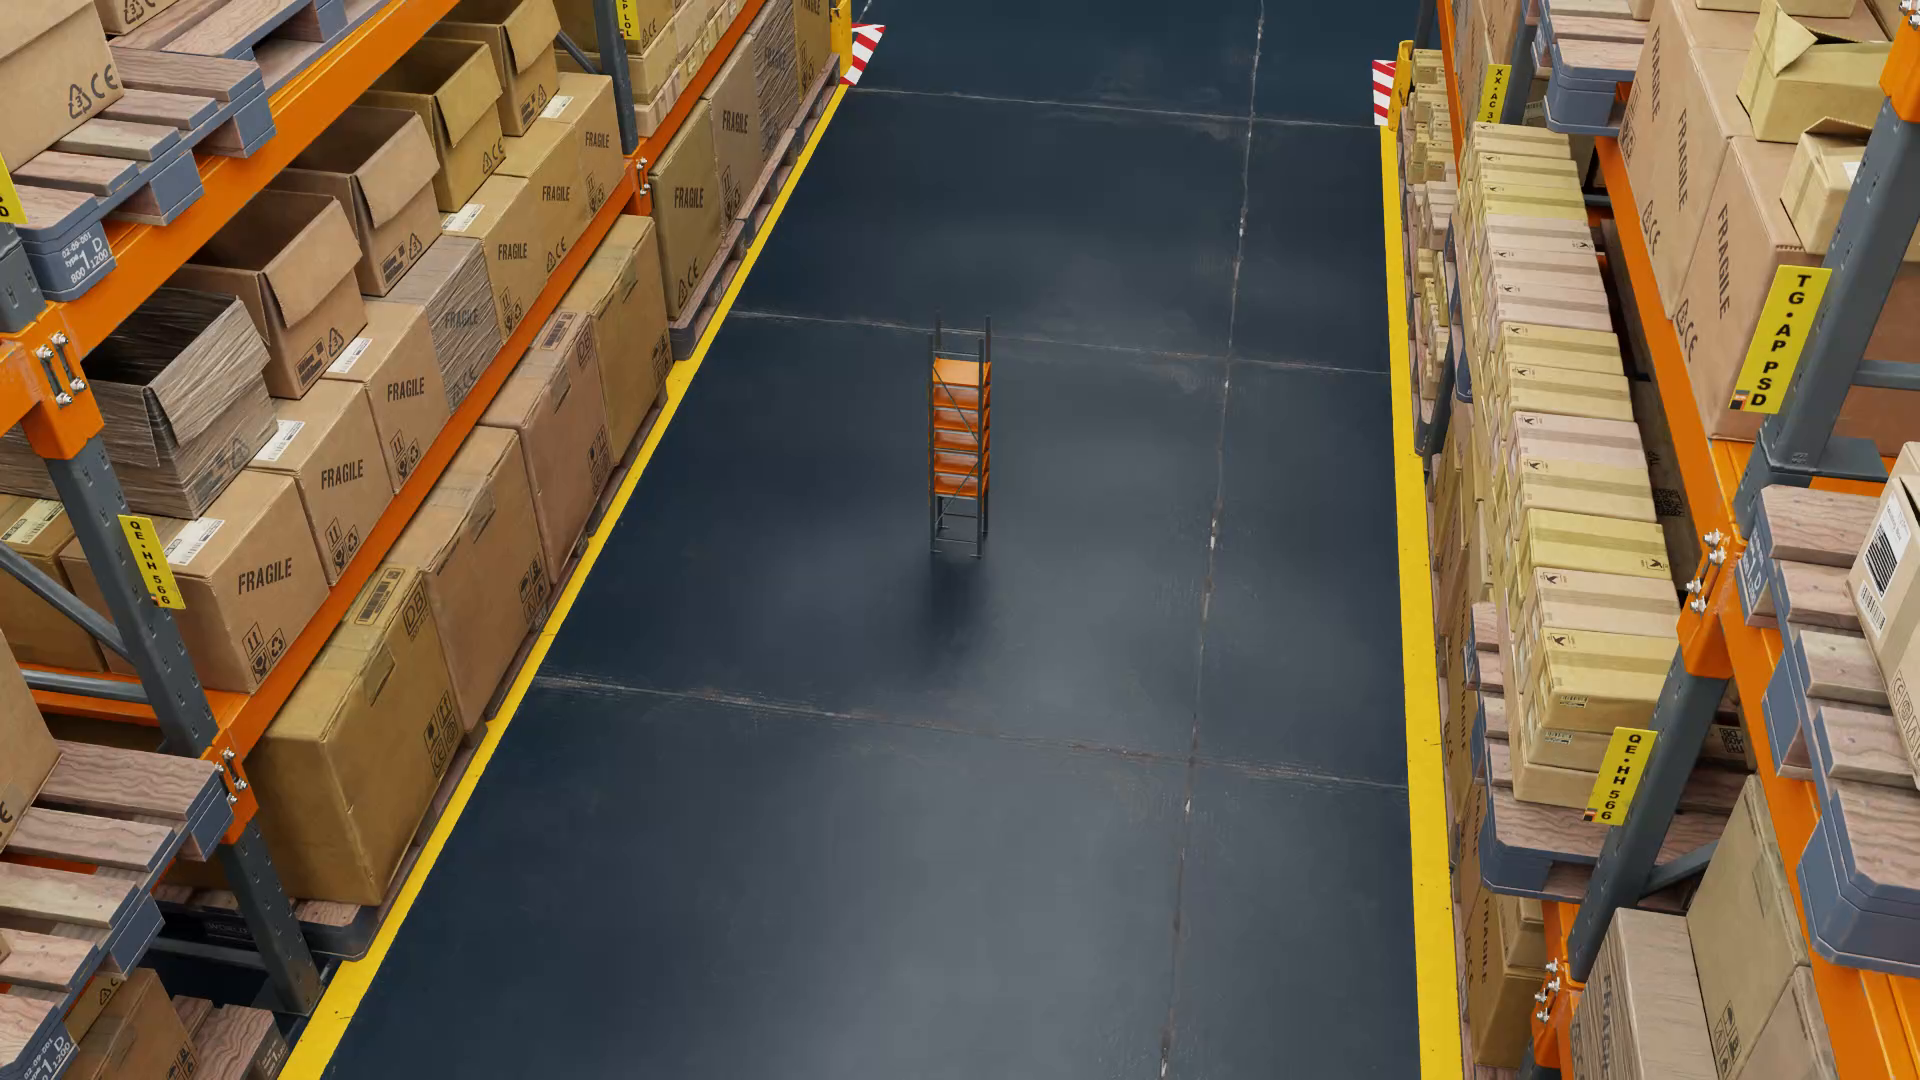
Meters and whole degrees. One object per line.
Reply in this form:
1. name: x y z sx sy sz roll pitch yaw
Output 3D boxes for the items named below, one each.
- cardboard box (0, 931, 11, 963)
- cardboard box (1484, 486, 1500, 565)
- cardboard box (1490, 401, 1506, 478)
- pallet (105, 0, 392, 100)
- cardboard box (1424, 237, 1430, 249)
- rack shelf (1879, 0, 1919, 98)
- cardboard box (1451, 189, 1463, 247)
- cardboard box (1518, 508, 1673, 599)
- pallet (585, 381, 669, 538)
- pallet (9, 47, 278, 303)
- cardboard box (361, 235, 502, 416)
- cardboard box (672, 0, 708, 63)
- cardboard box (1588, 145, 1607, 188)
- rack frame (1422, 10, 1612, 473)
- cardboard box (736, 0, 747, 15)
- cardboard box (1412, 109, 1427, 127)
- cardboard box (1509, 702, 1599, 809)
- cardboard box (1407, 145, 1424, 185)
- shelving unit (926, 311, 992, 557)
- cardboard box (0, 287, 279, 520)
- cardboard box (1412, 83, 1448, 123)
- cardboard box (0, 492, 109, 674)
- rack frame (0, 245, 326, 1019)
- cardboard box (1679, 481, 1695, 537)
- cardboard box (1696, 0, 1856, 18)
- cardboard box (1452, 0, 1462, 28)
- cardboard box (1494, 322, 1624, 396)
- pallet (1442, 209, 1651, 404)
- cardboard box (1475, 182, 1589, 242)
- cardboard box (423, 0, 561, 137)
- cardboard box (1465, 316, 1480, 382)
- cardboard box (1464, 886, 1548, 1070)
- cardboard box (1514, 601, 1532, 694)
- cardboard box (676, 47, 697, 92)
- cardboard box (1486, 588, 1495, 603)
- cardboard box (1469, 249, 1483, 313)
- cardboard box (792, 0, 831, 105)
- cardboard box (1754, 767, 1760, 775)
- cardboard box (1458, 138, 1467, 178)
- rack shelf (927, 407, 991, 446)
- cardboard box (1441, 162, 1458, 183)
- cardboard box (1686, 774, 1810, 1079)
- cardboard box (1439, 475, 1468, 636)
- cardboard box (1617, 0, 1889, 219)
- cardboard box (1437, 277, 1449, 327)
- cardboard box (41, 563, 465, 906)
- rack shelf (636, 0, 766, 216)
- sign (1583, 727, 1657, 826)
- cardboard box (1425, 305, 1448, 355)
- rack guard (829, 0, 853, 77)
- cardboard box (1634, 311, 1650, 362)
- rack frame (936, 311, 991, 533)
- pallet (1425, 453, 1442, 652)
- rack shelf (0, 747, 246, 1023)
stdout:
1. cardboard box: -2.810 0.930 3.960 0.700 0.500 0.500 12 41 14
2. cardboard box: 1.923 -0.032 5.399 0.380 0.149 0.250 5 40 6
3. cardboard box: 1.968 -0.314 5.507 0.380 0.149 0.250 7 40 9
4. pallet: -2.508 -1.770 5.428 1.003 0.211 1.213 8 40 10
5. cardboard box: 2.824 -1.627 9.369 0.380 0.149 0.250 7 40 9
6. rack shelf: 2.456 -2.100 4.203 1.077 0.370 4.000 6 40 8
7. cardboard box: 2.281 -1.343 6.985 0.380 0.149 0.250 5 40 6
8. cardboard box: 1.834 0.062 4.819 0.380 0.149 0.250 8 40 9
9. pallet: -2.125 -0.518 8.307 1.003 0.211 1.213 6 40 8
10. pallet: -2.699 -1.068 4.578 1.213 0.211 1.003 8 40 10
11. cardboard box: -2.145 -0.847 6.439 0.500 0.500 0.500 7 40 8
12. cardboard box: -1.636 -2.719 8.666 0.500 0.250 0.500 6 40 7
13. cardboard box: 3.136 -1.911 7.492 0.500 0.500 0.500 6 40 7
14. rack frame: 2.802 -1.475 7.276 1.000 3.000 0.127 6 40 8
15. cardboard box: -1.419 -3.116 9.458 0.380 0.149 0.250 5 40 6
16. cardboard box: 3.047 -2.697 10.429 0.380 0.149 0.250 6 40 7
17. cardboard box: 1.742 0.610 4.622 0.380 0.149 0.250 7 40 8
18. cardboard box: 2.935 -2.276 10.154 0.380 0.149 0.250 7 40 8
19. shelving unit: -0.002 -0.453 7.454 0.258 1.200 0.189 6 40 8
20. cardboard box: -2.616 -0.457 5.180 0.797 0.503 0.637 8 40 9
21. cardboard box: 2.970 -2.656 10.146 0.380 0.149 0.250 6 40 8
22. cardboard box: -2.917 0.050 5.354 0.500 0.500 0.500 8 40 9
23. rack frame: -2.758 0.425 4.978 1.000 3.000 0.127 6 40 8
24. cardboard box: 2.613 -0.120 5.506 0.380 0.149 0.250 7 40 8
25. cardboard box: 2.126 -1.546 4.329 0.396 0.266 0.258 6 40 8
26. cardboard box: 2.897 -2.921 8.714 0.500 0.500 0.500 5 40 7
27. cardboard box: 2.015 -0.591 5.609 0.380 0.149 0.250 8 40 9
28. pallet: 2.526 -0.937 6.777 1.003 0.211 1.213 6 40 8
29. cardboard box: 2.191 -1.236 6.389 0.380 0.149 0.250 7 40 8
30. cardboard box: -2.168 -2.108 7.177 0.797 0.503 0.637 5 40 7
31. cardboard box: 2.103 -0.695 6.201 0.380 0.149 0.250 5 40 6
32. cardboard box: 1.966 1.395 5.437 0.500 0.500 0.500 6 40 7
33. cardboard box: 1.791 0.328 4.730 0.380 0.149 0.250 8 40 9
34. cardboard box: -1.597 -2.467 8.674 0.380 0.149 0.250 8 40 9
35. cardboard box: 2.150 0.455 5.986 0.500 0.250 0.500 7 40 9
36. cardboard box: 2.149 -0.970 6.300 0.380 0.149 0.250 5 40 6
37. cardboard box: -1.406 -3.528 11.098 0.875 0.875 0.875 6 40 8
38. cardboard box: 2.386 0.712 4.499 0.380 0.149 0.250 6 40 7
39. cardboard box: 2.558 -1.756 7.814 0.380 0.149 0.250 5 40 6
40. rack shelf: -0.002 -0.512 7.405 0.258 0.103 0.180 6 40 8
41. cardboard box: 2.911 -1.990 9.340 0.380 0.149 0.250 6 40 8
42. cardboard box: 2.022 0.893 3.550 0.700 0.500 0.500 6 40 7
43. cardboard box: 2.323 0.094 7.012 0.500 0.500 0.500 8 40 10
44. cardboard box: 2.122 -1.174 4.480 0.500 0.500 0.500 6 40 8
45. cardboard box: 2.612 -1.184 8.365 0.380 0.149 0.250 7 40 8
46. cardboard box: -2.618 0.652 6.042 1.225 0.875 0.875 5 40 6
47. rack shelf: -1.720 -3.063 9.762 1.077 0.370 4.000 6 40 8
48. sign: 1.574 0.566 3.962 0.100 0.325 0.005 6 40 8
49. cardboard box: 2.578 -1.056 8.445 0.380 0.149 0.250 5 40 6
50. rack guard: -1.370 -3.647 11.866 1.175 0.500 0.348 6 40 8
51. cardboard box: 2.795 -0.792 6.318 0.380 0.149 0.250 4 40 5
52. rack frame: 0.013 -0.511 7.523 0.240 1.200 0.006 6 40 8
53. pallet: 2.669 0.089 7.574 1.003 0.211 1.213 6 40 8
54. rack shelf: -3.104 1.958 3.689 1.077 0.370 4.000 6 40 8
